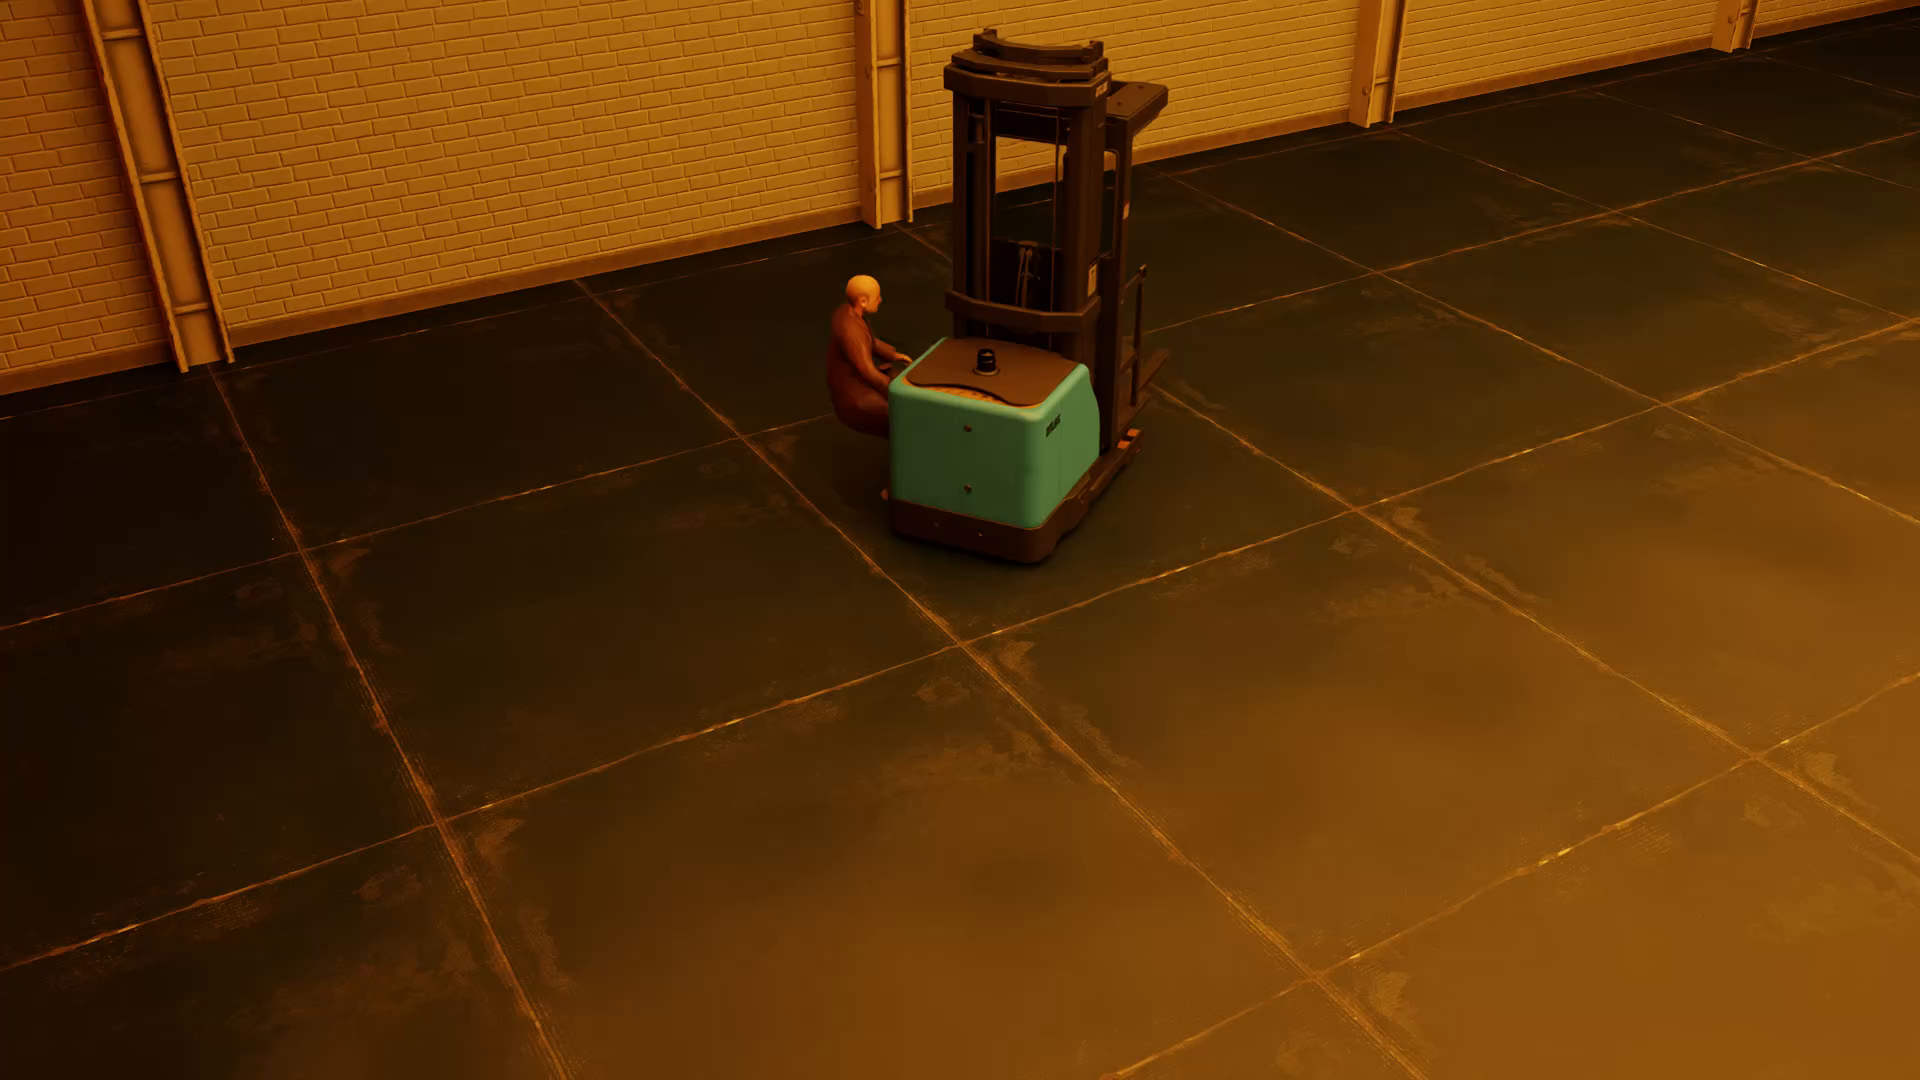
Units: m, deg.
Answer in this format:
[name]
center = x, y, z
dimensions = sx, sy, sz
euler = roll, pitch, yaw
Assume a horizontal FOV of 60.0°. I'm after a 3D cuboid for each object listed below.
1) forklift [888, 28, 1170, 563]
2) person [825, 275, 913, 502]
[forklift]
center = 0.629, -1.856, 10.747
dimensions = 1.130, 2.935, 3.031
euler = 13, 33, 21
[person]
center = -0.405, -0.963, 10.637
dimensions = 0.904, 1.557, 0.862
euler = -7, 32, -12
